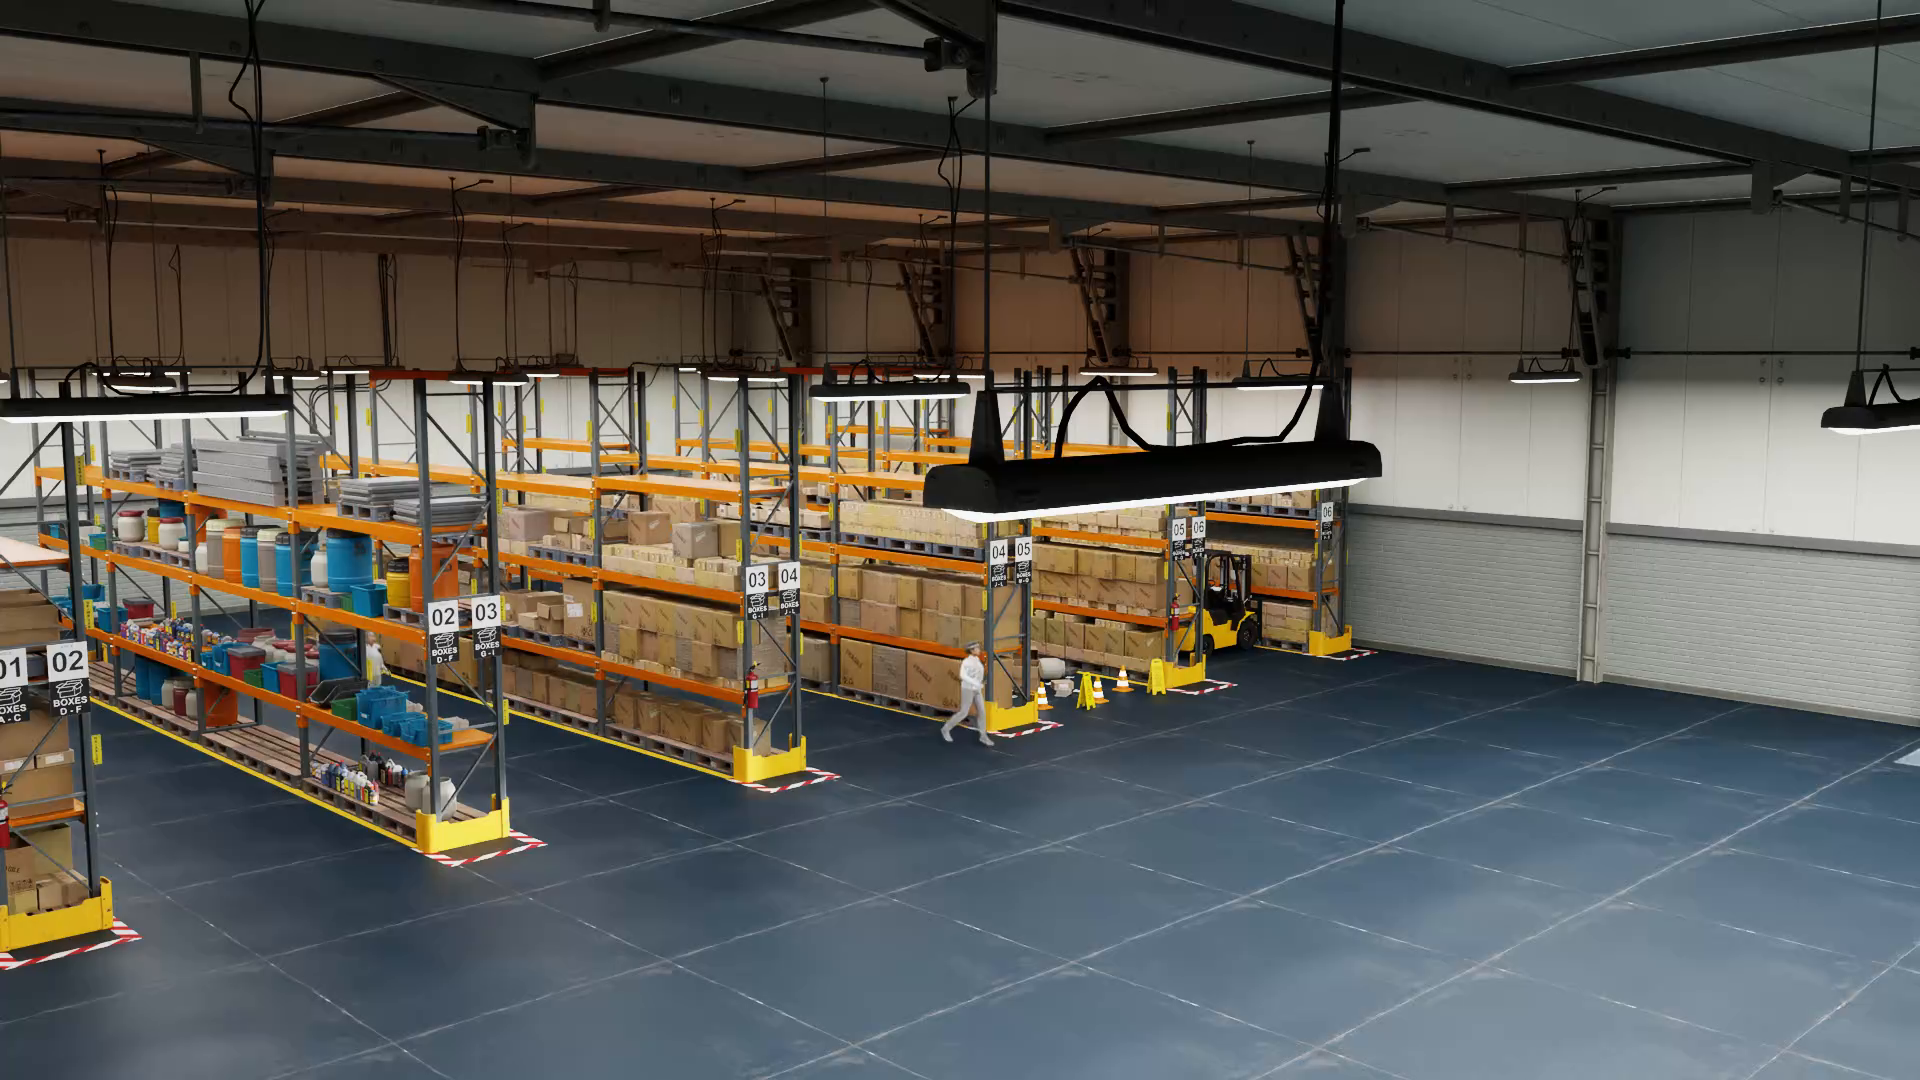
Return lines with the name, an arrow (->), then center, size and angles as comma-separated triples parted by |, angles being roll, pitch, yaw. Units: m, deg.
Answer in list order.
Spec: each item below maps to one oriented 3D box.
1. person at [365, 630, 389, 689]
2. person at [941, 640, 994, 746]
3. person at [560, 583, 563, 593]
person -> -10.028, 2.316, 28.322 | 0.539, 1.652, 0.599 | 4, 8, 34
person -> 0.209, 2.451, 26.976 | 0.920, 1.673, 0.675 | 3, 7, 28
person -> -9.686, 0.925, 40.978 | 0.523, 1.578, 0.612 | 2, 7, 15
